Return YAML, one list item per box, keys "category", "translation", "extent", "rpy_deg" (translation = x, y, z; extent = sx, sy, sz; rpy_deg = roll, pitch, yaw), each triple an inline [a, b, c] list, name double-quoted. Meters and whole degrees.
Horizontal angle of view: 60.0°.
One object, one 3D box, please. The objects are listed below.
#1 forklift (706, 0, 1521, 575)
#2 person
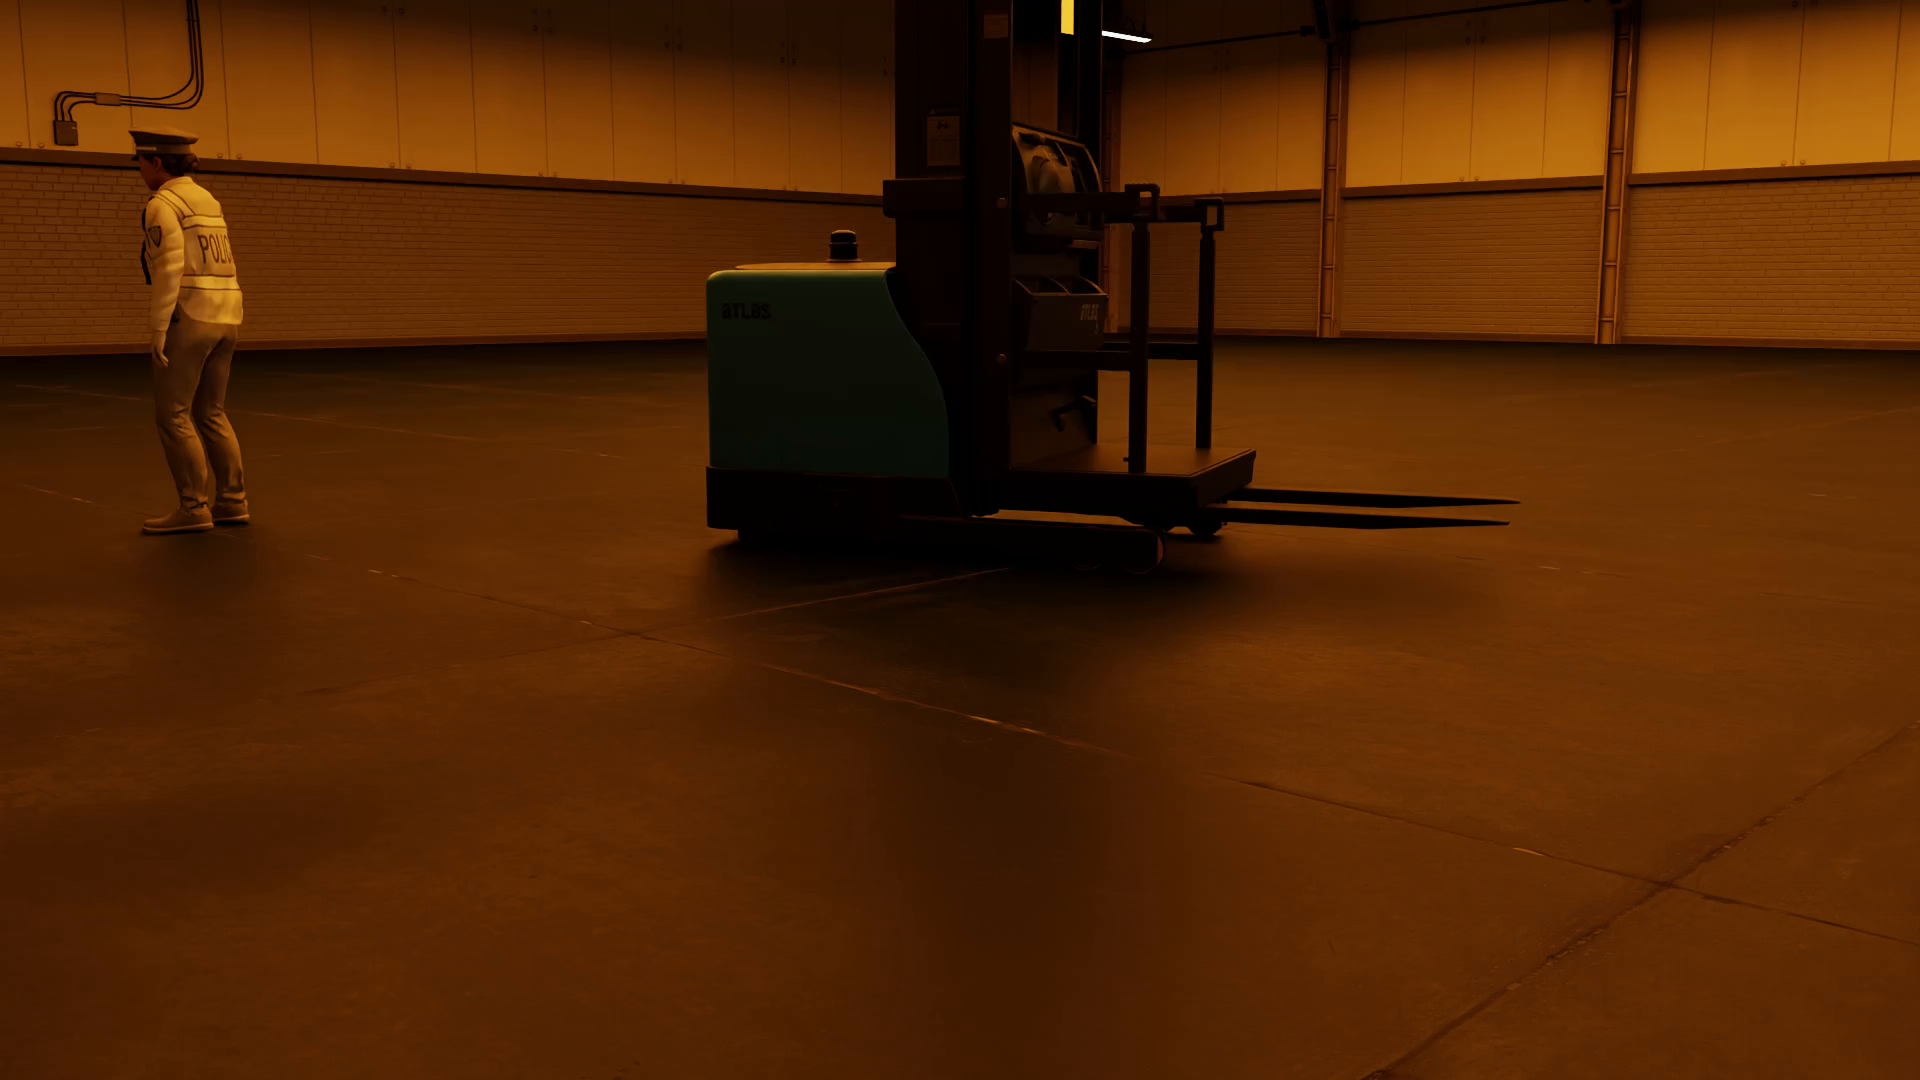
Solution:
- category: "forklift"
  translation: [0.565, -1.416, 6.275]
  extent: [3.031, 2.935, 1.130]
  rpy_deg: [3, 9, 22]
- category: "person"
  translation: [-3.212, -0.872, 6.943]
  extent: [0.370, 1.665, 0.530]
  rpy_deg: [1, 9, 6]
